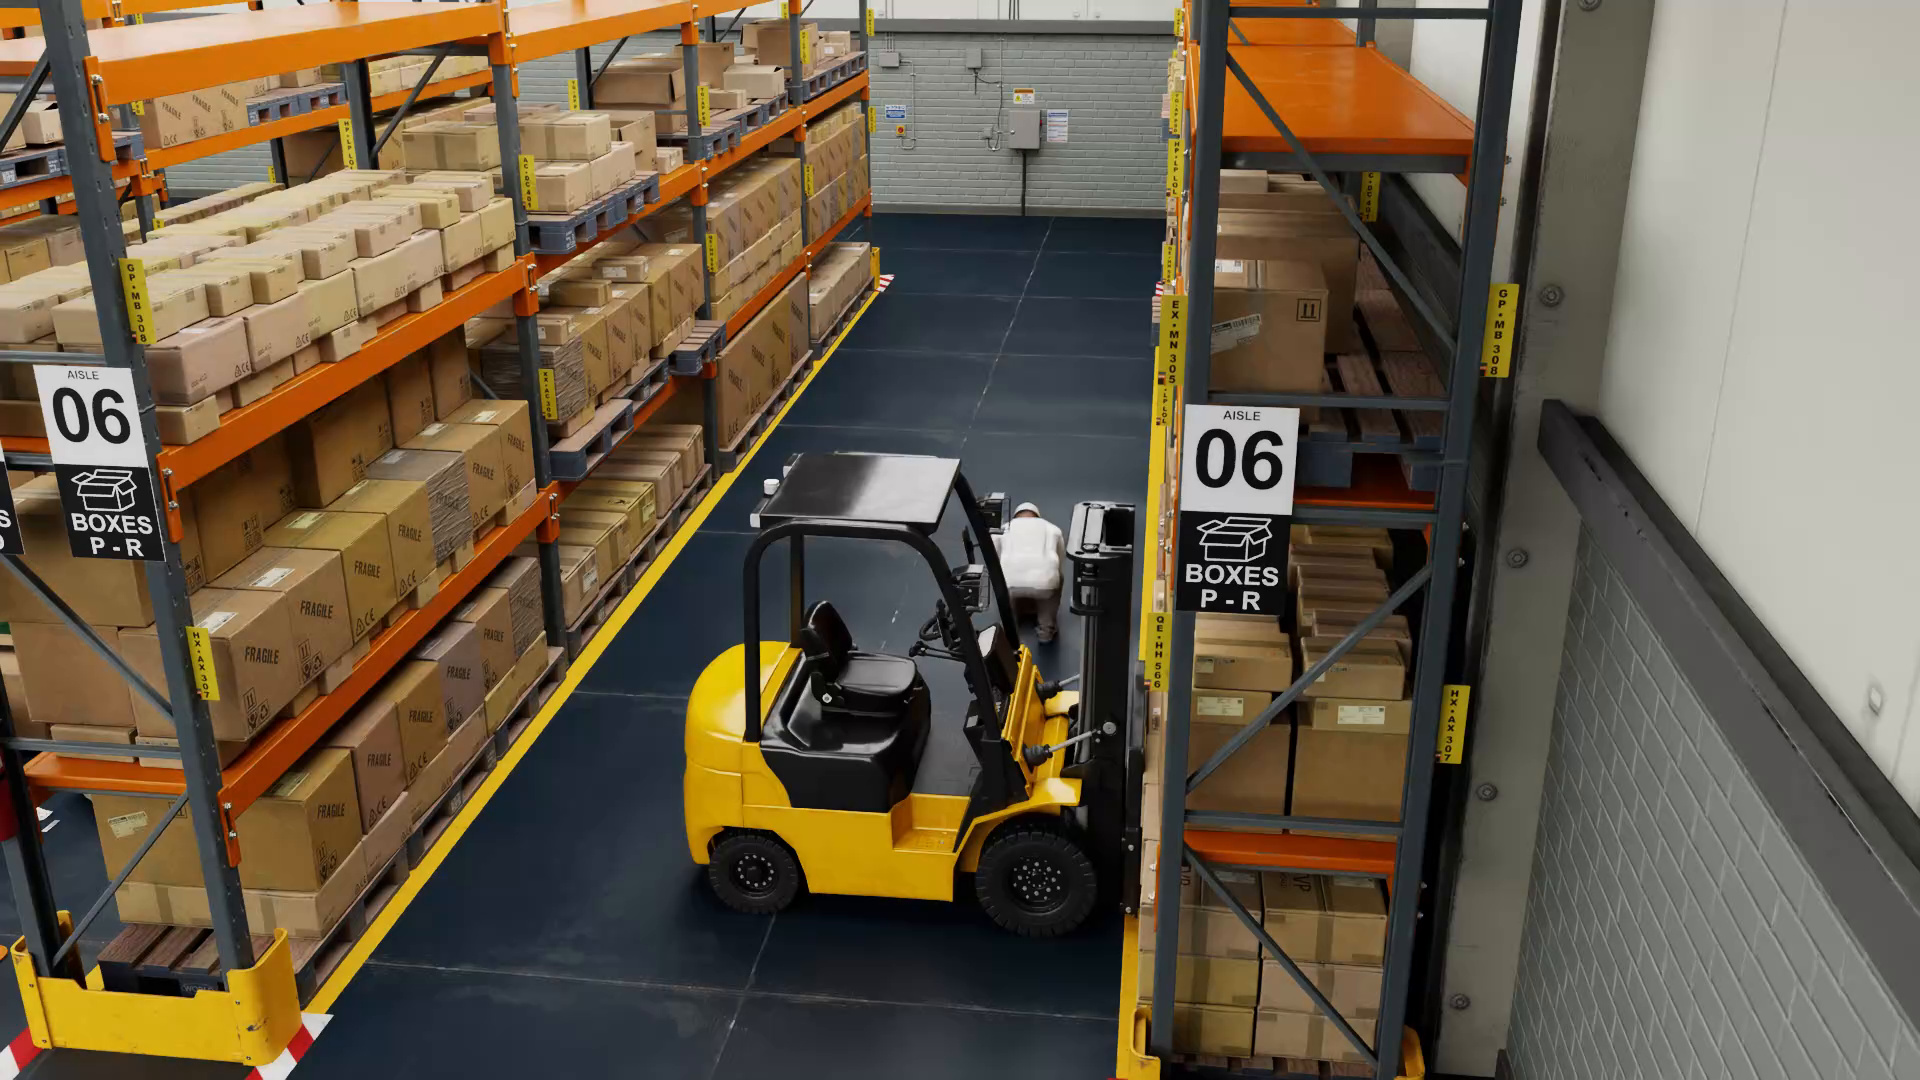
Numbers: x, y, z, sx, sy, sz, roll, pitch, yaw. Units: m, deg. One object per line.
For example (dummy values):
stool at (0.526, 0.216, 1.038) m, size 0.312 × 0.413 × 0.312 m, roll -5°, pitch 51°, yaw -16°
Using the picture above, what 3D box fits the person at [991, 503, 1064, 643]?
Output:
person at (0.471, 0.249, 11.798) m, size 0.531 × 0.810 × 0.948 m, roll 2°, pitch 21°, yaw 5°
